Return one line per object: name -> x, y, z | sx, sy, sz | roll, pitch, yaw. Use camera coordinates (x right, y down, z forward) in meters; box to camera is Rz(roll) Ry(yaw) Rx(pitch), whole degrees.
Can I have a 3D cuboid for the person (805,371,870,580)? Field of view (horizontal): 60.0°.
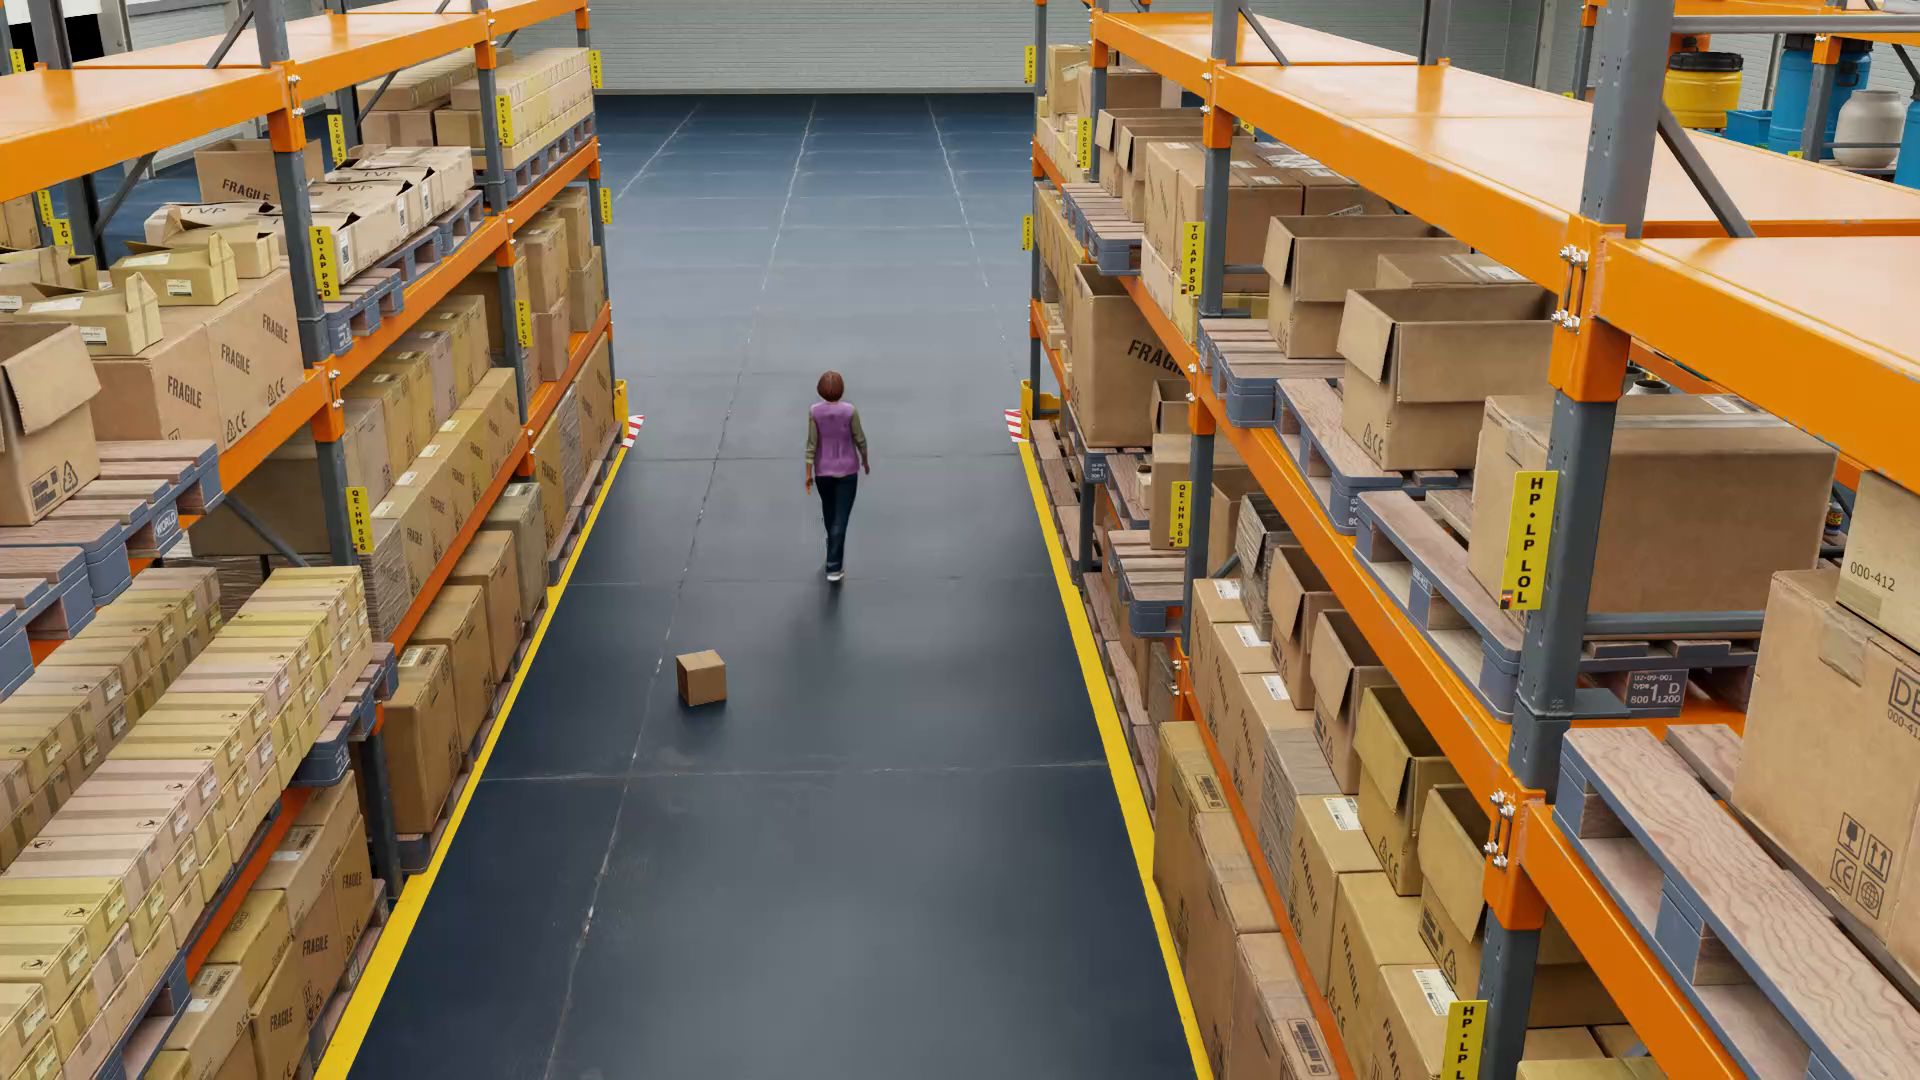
person -> -0.909, -0.535, 12.494 | 0.446, 1.537, 0.890 | 3, 21, 7
